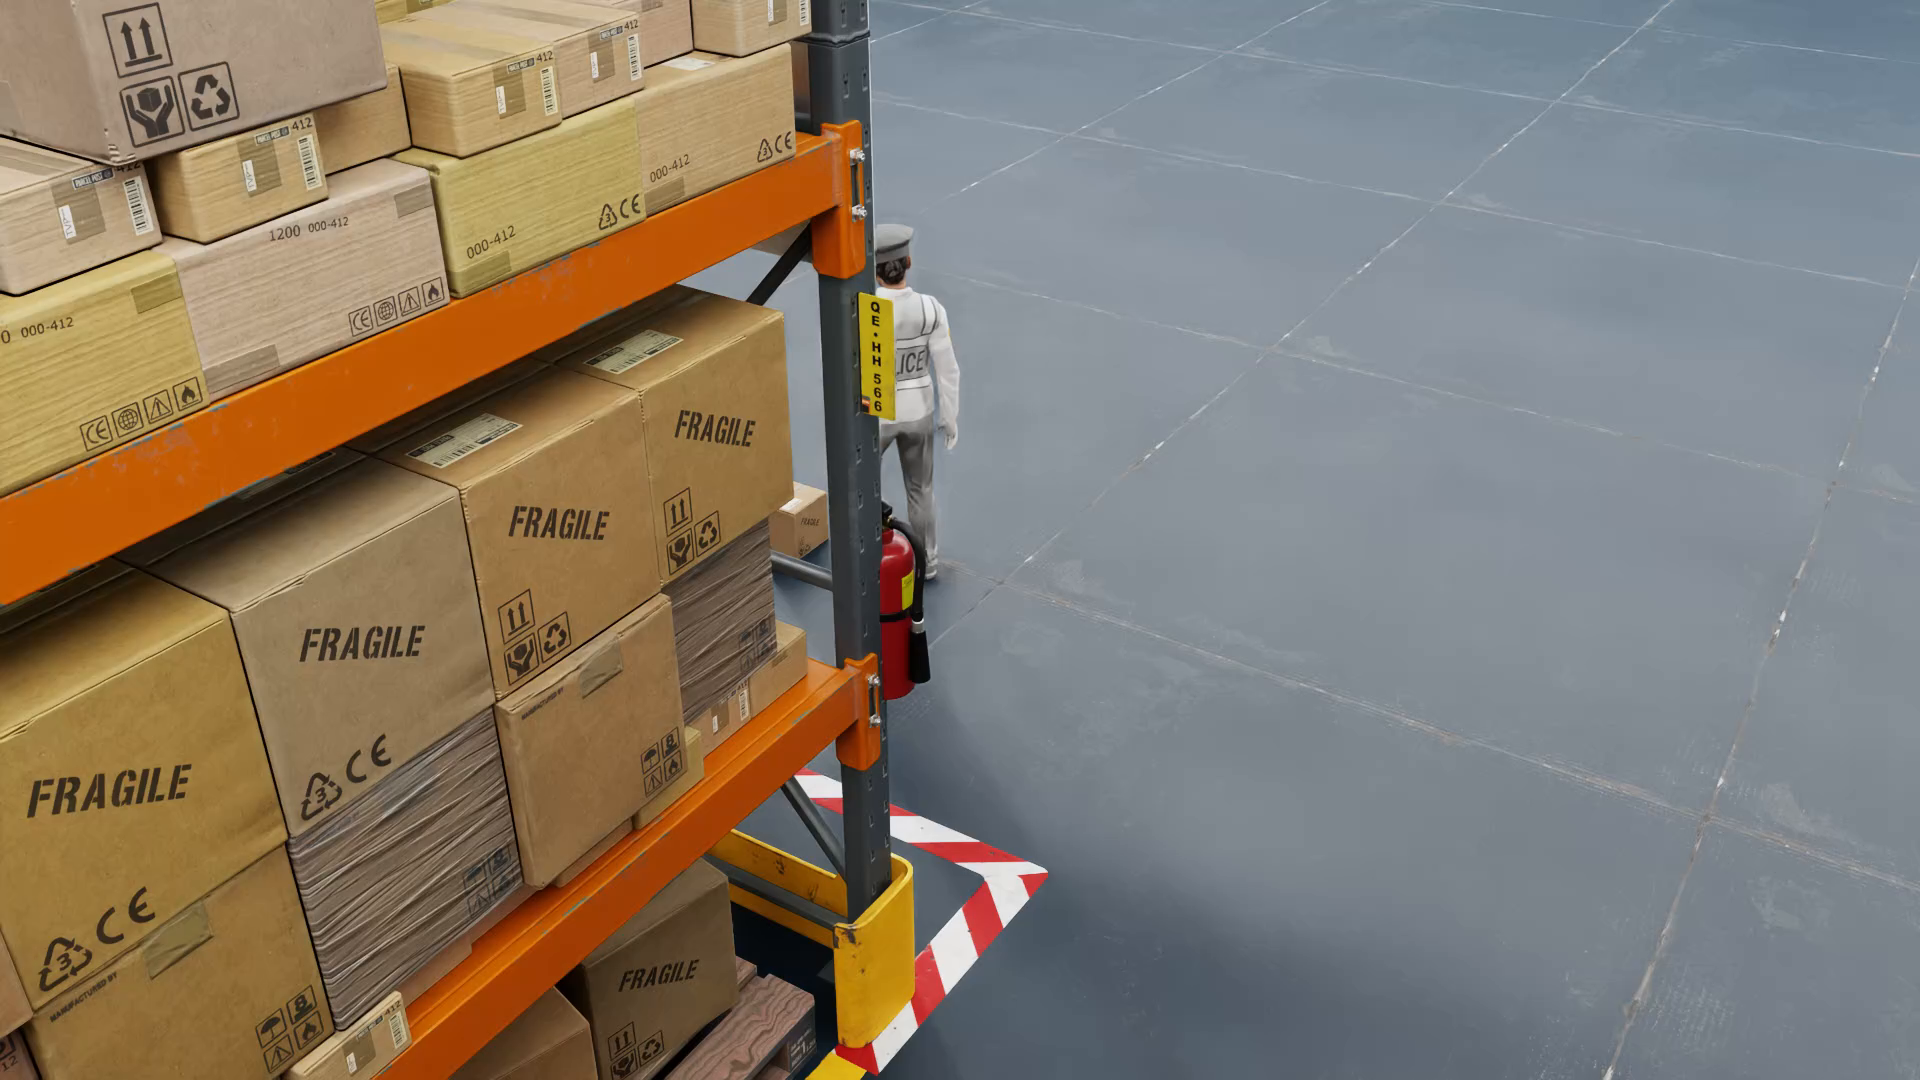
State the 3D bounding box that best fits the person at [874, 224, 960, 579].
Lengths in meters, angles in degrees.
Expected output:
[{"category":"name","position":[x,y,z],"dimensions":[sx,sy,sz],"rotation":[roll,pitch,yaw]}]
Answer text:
[{"category":"person","position":[-0.276,-0.496,6.942],"dimensions":[0.546,1.663,0.587],"rotation":[-10,32,-16]}]
